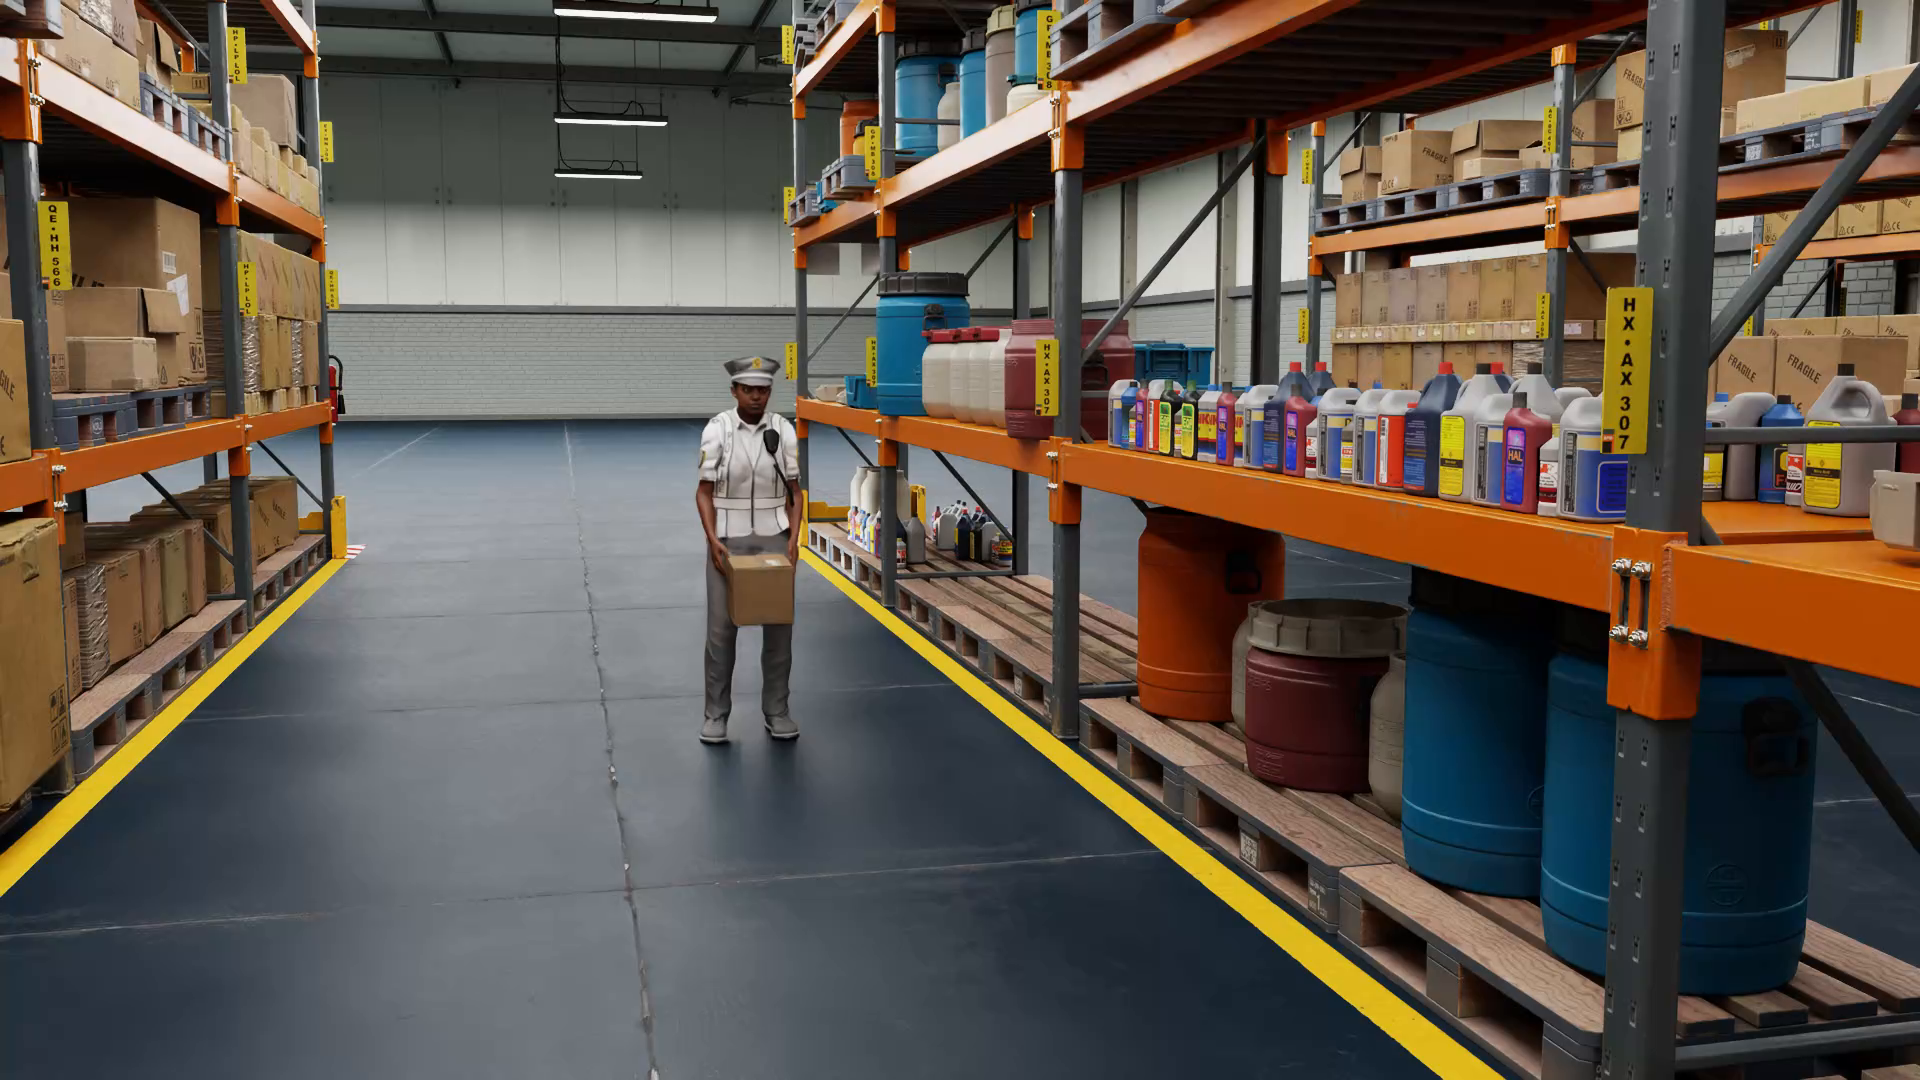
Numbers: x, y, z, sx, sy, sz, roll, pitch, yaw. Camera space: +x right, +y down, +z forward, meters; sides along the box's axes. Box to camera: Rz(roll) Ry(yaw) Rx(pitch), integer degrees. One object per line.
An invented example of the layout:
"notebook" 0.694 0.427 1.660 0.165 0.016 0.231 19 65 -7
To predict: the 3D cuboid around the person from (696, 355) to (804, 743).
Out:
"person" -0.922 0.031 7.312 0.486 1.678 0.389 -2 6 -15
